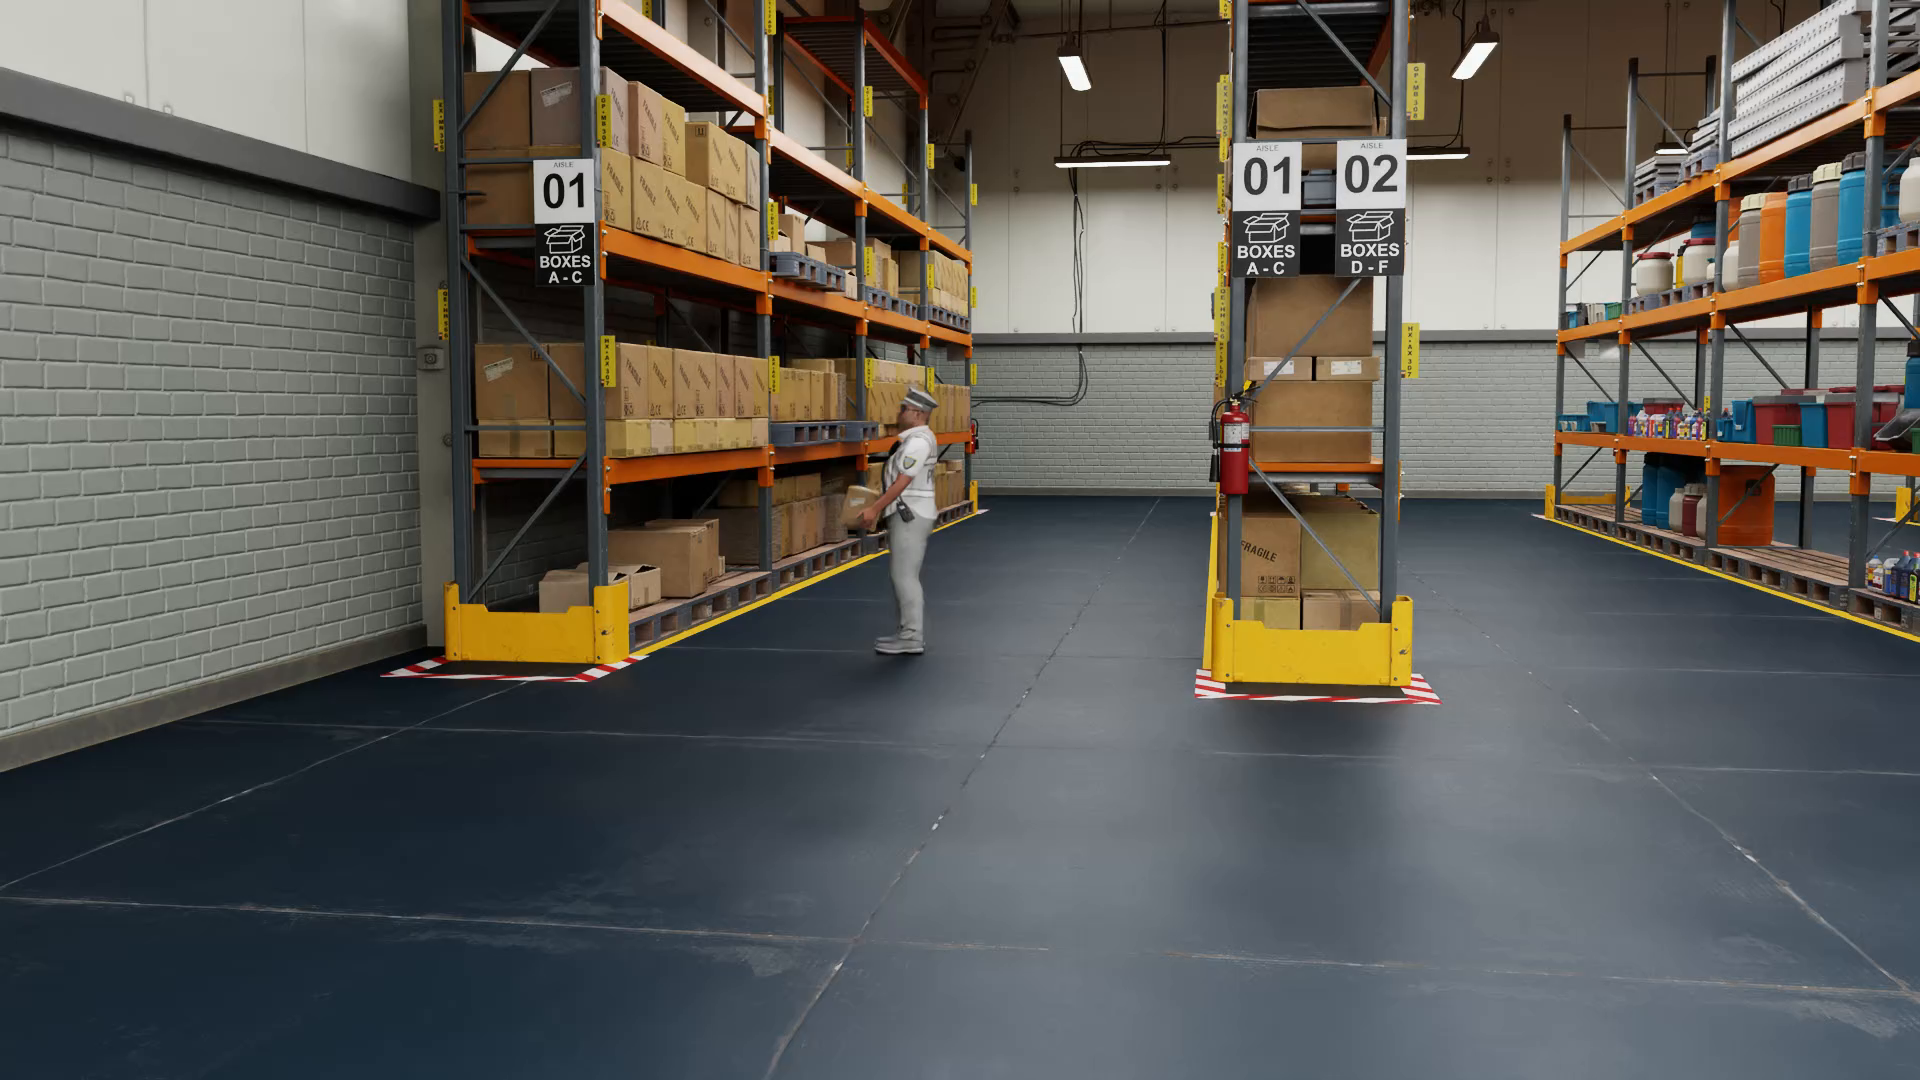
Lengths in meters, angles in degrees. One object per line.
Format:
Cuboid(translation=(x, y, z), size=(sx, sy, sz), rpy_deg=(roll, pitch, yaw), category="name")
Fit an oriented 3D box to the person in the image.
Cuboid(translation=(-0.420, -0.137, 11.162), size=(0.552, 1.778, 0.534), rpy_deg=(0, 4, 0), category="person")
